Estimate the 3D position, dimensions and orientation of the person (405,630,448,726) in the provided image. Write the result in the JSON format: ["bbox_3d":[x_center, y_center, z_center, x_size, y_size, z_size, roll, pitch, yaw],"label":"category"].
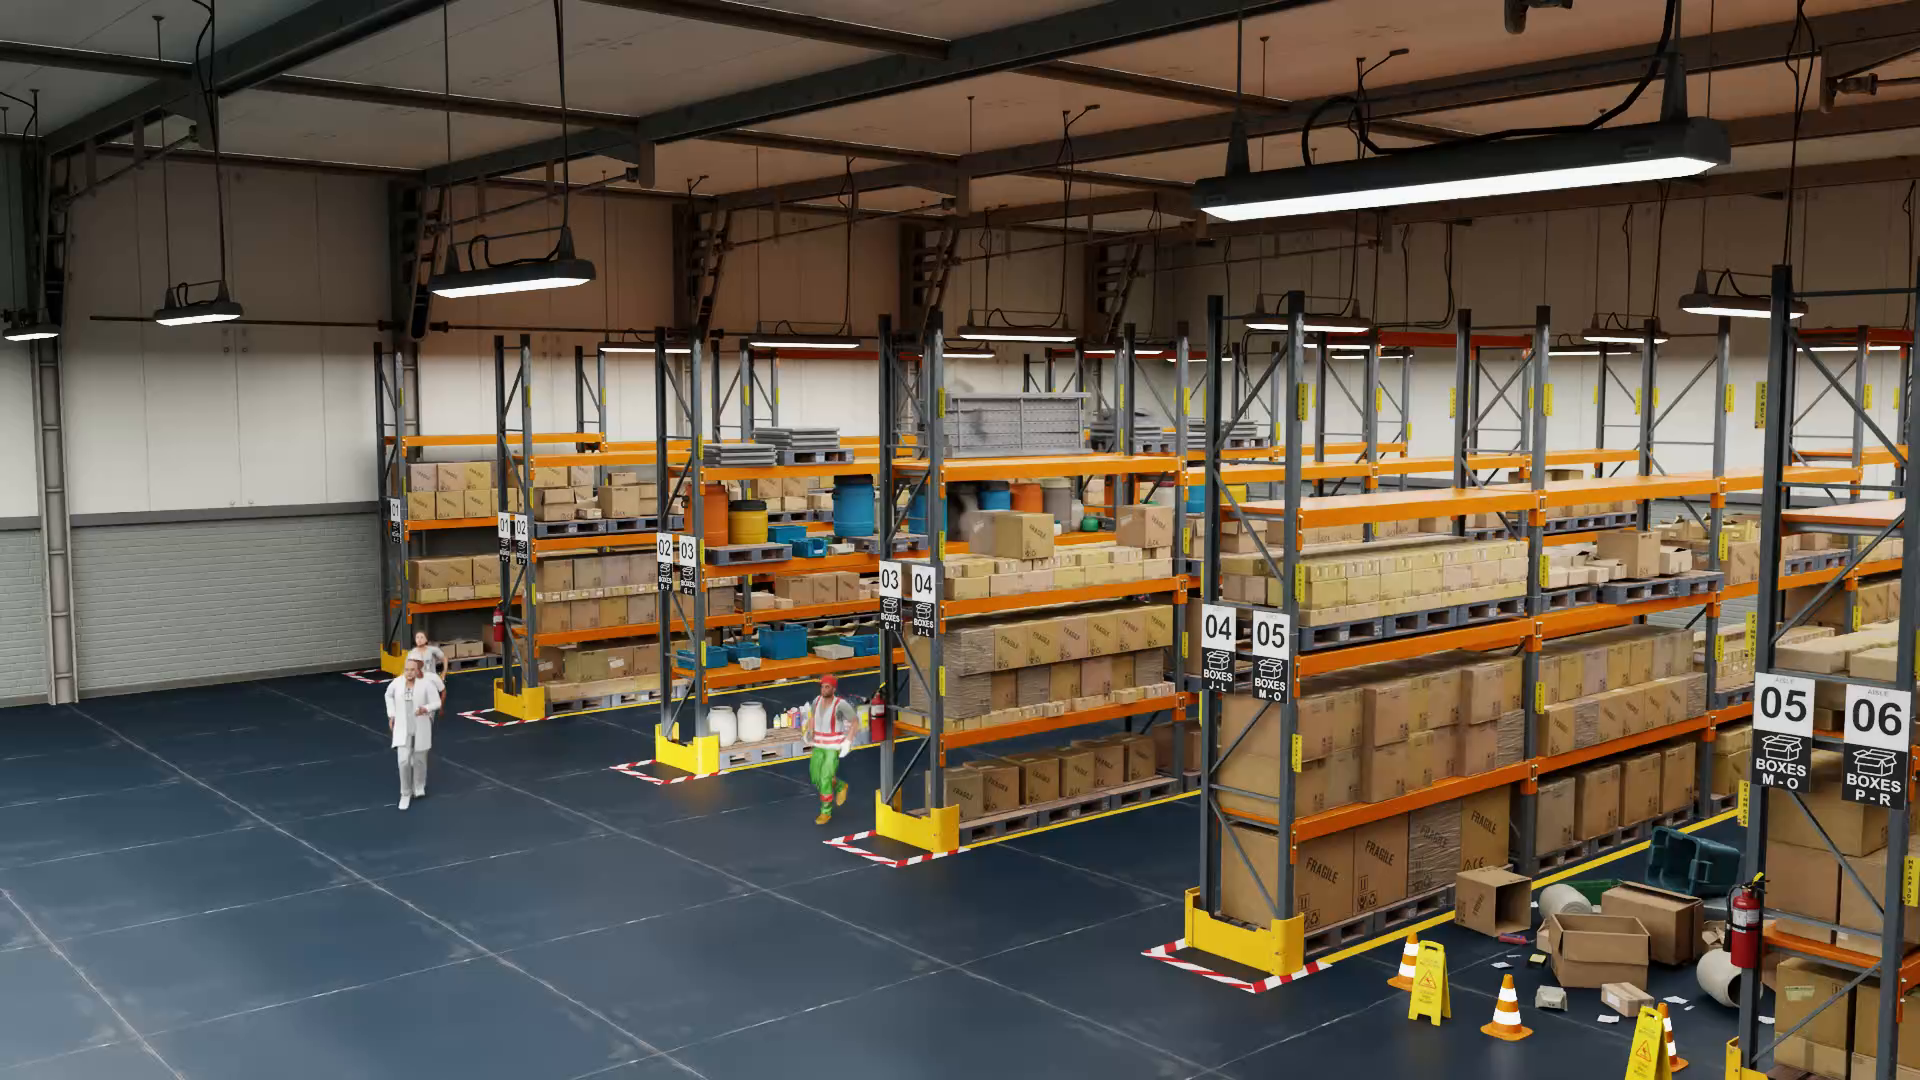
[{"bbox_3d":[-7.871,2.132,24.495,0.598,1.629,0.622,-1,5,-8],"label":"person"}]

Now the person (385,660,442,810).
[{"bbox_3d":[-6.803,2.509,20.720,0.689,1.644,0.848,-1,5,-14],"label":"person"}]

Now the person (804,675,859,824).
[{"bbox_3d":[-1.553,2.485,19.984,0.697,1.758,0.662,4,6,35],"label":"person"}]

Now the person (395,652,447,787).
[{"bbox_3d":[-7.096,2.327,21.814,0.712,1.727,0.815,-2,5,-16],"label":"person"}]
